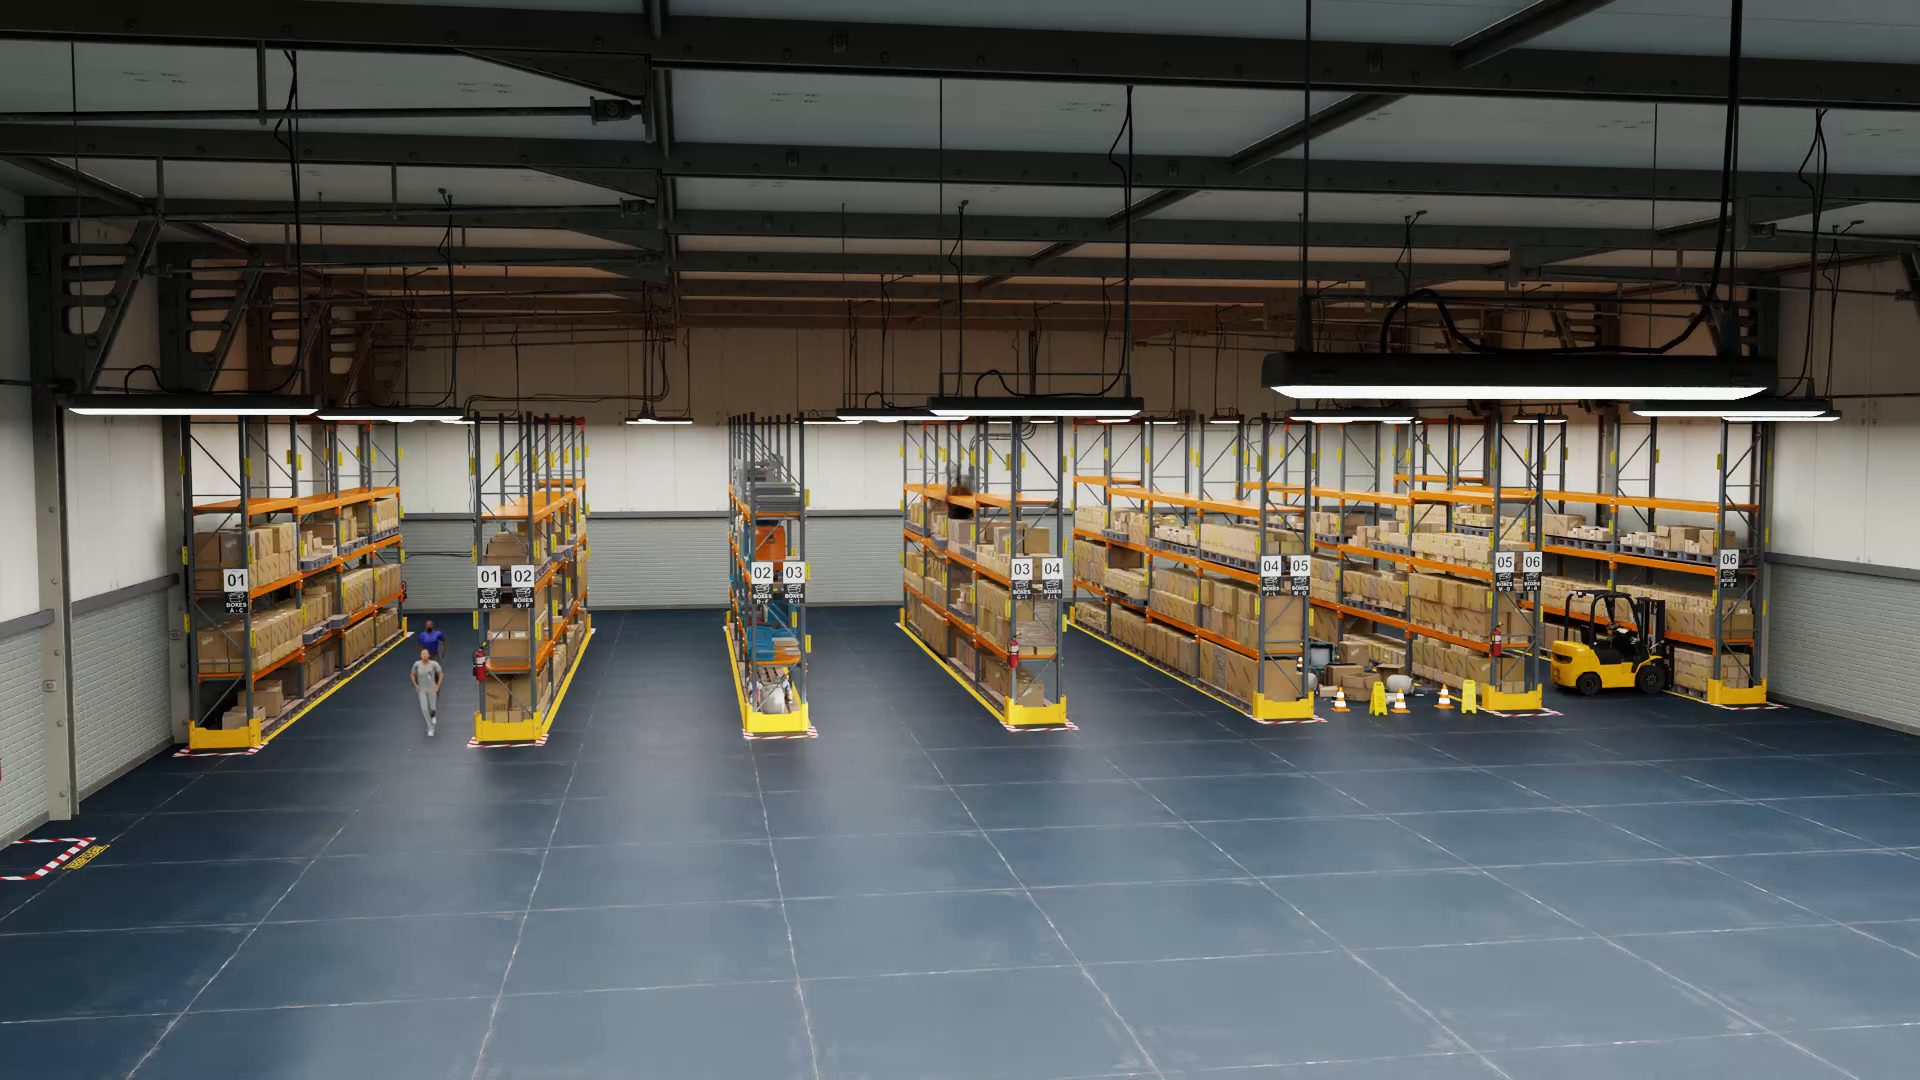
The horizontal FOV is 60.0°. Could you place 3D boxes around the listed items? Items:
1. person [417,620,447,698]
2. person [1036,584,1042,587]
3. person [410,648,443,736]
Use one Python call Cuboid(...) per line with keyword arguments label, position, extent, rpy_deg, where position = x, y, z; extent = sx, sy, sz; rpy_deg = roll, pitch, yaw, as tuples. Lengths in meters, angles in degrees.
Cuboid(label="person", position=(-11.164, 2.528, 35.142), extent=(0.590, 1.695, 0.695), rpy_deg=(-1, 4, -13))
Cuboid(label="person", position=(2.273, 1.690, 47.485), extent=(0.671, 1.625, 0.671), rpy_deg=(0, 4, -6))
Cuboid(label="person", position=(-9.955, 2.807, 31.055), extent=(0.582, 1.631, 0.606), rpy_deg=(-1, 4, -10))
